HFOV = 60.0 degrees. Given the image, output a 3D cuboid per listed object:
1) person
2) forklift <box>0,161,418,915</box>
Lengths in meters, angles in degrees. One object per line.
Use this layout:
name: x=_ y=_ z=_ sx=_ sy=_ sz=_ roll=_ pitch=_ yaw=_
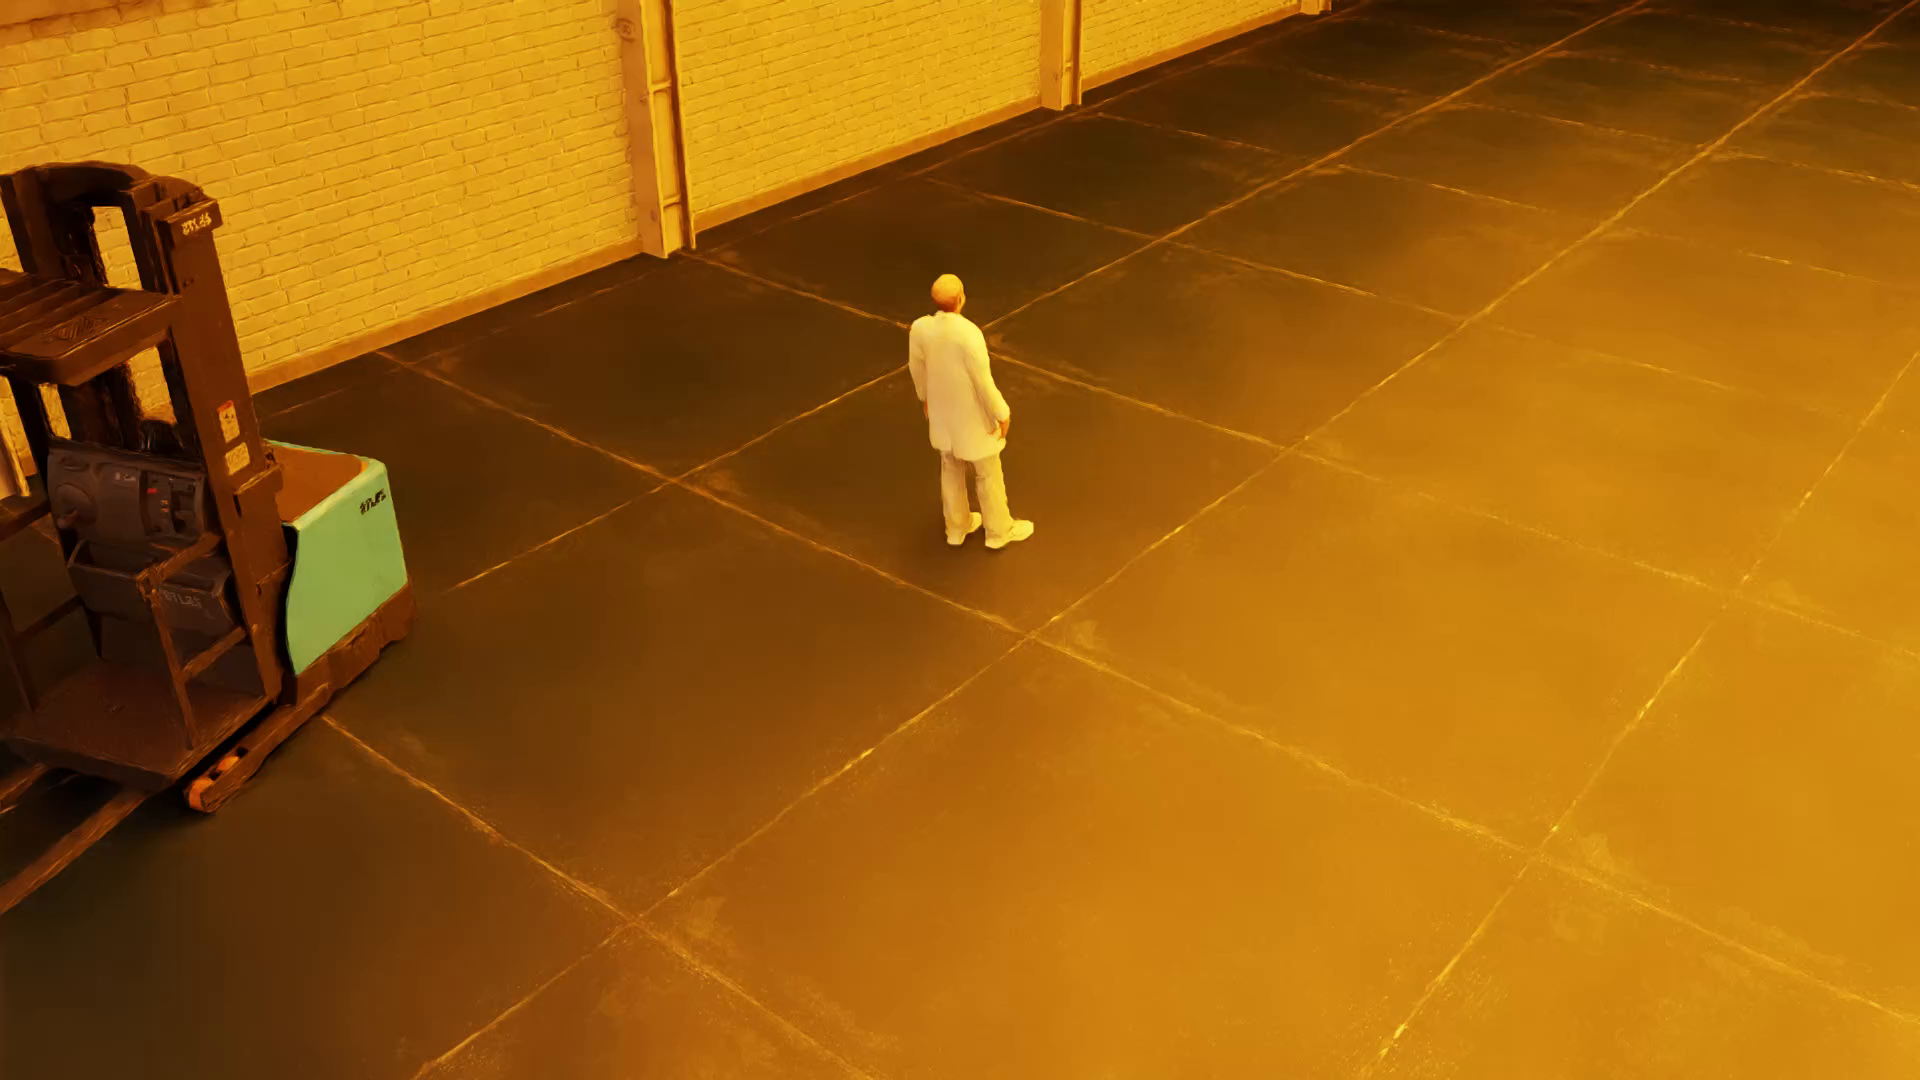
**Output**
person: x=0.061 y=-0.808 z=10.106 sx=0.694 sy=1.776 sz=0.579 roll=22 pitch=37 yaw=33
forklift: x=-4.093 y=-0.156 z=7.861 sx=1.130 sy=2.935 sz=3.031 roll=10 pitch=32 yaw=16
